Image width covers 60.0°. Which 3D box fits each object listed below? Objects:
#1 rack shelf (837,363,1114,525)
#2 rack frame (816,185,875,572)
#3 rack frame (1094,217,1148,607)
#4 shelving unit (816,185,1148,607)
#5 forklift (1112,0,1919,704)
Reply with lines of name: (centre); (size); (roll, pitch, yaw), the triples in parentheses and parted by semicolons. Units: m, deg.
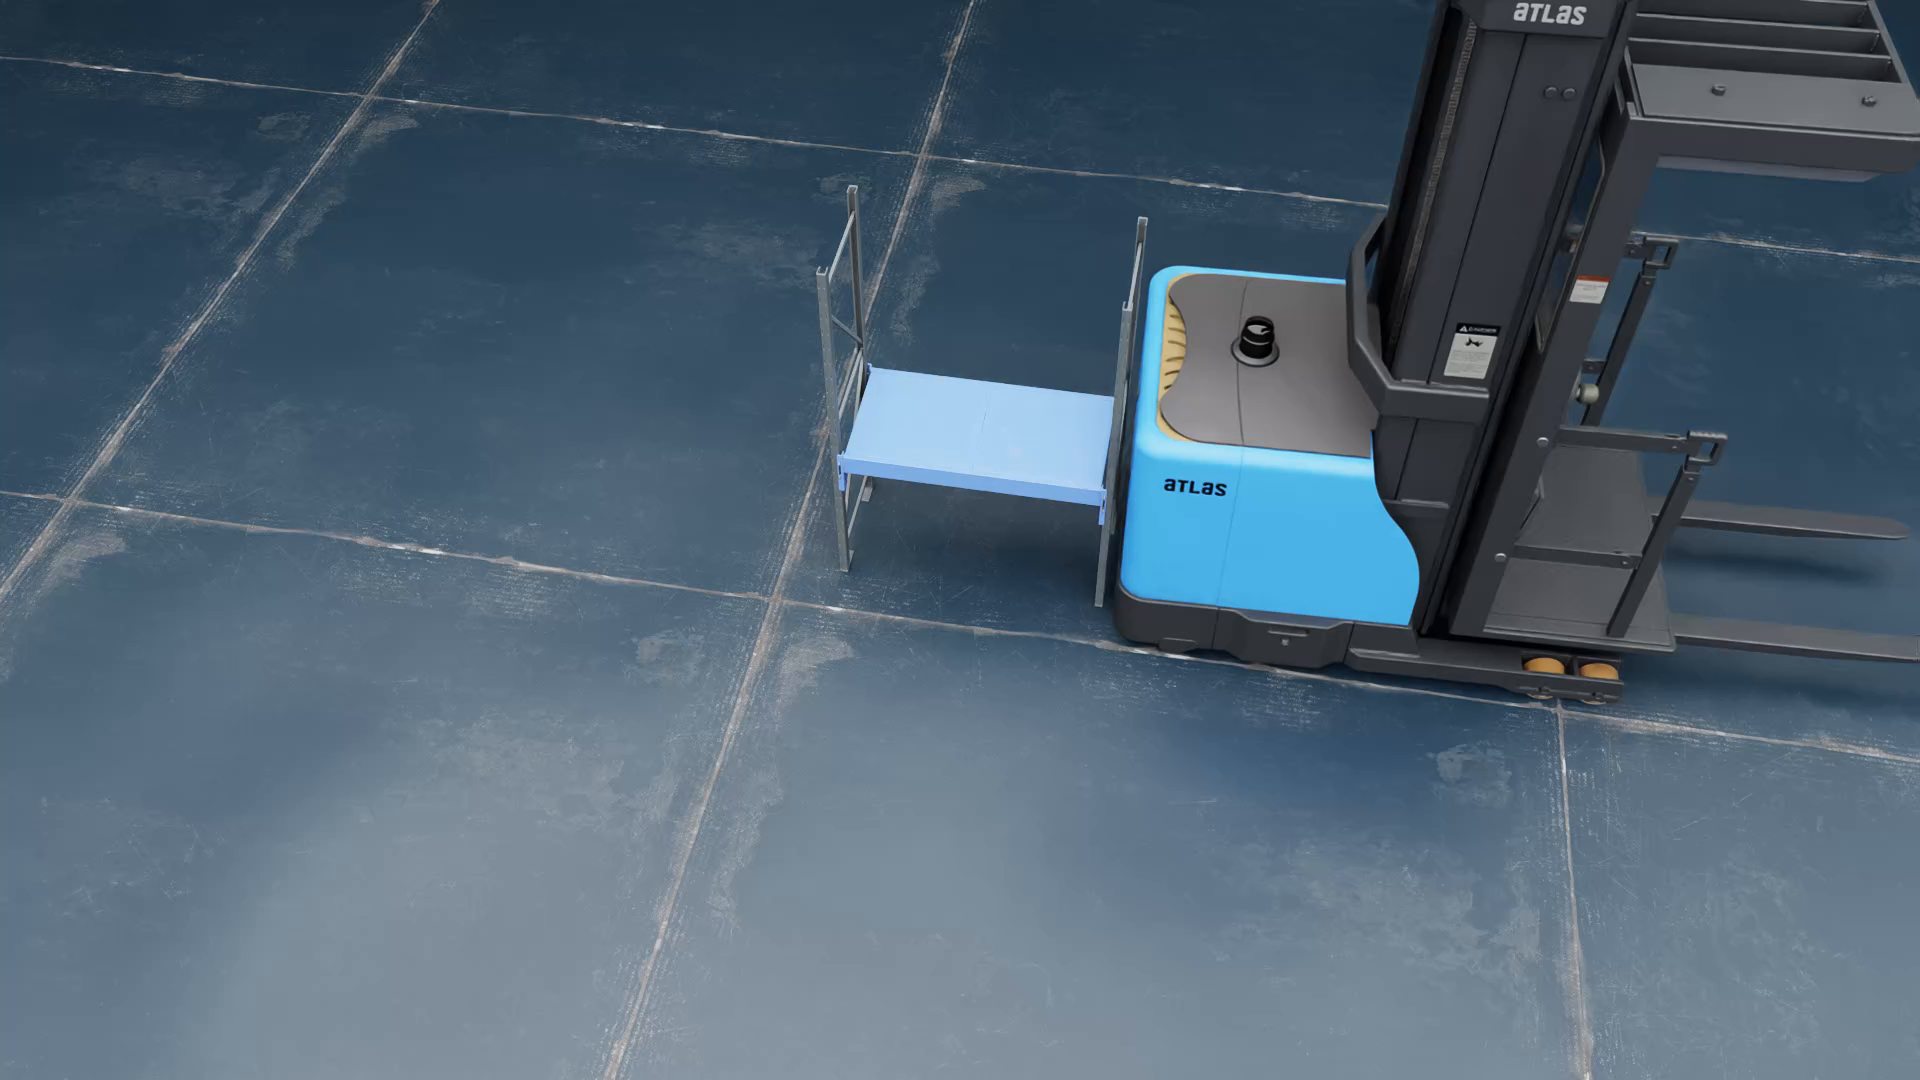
rack shelf: (0.084, -0.370, 6.288); (1.000, 0.185, 0.538); (8, 49, 7)
rack frame: (-0.416, -0.557, 6.214); (0.032, 1.500, 0.500); (8, 49, 7)
rack frame: (0.584, -0.423, 6.094); (0.032, 1.500, 0.500); (8, 49, 7)
shelving unit: (0.084, -0.490, 6.154); (1.048, 1.500, 0.538); (8, 49, 7)
forklift: (2.141, -0.793, 5.464); (3.031, 2.935, 1.130); (6, 48, 5)
